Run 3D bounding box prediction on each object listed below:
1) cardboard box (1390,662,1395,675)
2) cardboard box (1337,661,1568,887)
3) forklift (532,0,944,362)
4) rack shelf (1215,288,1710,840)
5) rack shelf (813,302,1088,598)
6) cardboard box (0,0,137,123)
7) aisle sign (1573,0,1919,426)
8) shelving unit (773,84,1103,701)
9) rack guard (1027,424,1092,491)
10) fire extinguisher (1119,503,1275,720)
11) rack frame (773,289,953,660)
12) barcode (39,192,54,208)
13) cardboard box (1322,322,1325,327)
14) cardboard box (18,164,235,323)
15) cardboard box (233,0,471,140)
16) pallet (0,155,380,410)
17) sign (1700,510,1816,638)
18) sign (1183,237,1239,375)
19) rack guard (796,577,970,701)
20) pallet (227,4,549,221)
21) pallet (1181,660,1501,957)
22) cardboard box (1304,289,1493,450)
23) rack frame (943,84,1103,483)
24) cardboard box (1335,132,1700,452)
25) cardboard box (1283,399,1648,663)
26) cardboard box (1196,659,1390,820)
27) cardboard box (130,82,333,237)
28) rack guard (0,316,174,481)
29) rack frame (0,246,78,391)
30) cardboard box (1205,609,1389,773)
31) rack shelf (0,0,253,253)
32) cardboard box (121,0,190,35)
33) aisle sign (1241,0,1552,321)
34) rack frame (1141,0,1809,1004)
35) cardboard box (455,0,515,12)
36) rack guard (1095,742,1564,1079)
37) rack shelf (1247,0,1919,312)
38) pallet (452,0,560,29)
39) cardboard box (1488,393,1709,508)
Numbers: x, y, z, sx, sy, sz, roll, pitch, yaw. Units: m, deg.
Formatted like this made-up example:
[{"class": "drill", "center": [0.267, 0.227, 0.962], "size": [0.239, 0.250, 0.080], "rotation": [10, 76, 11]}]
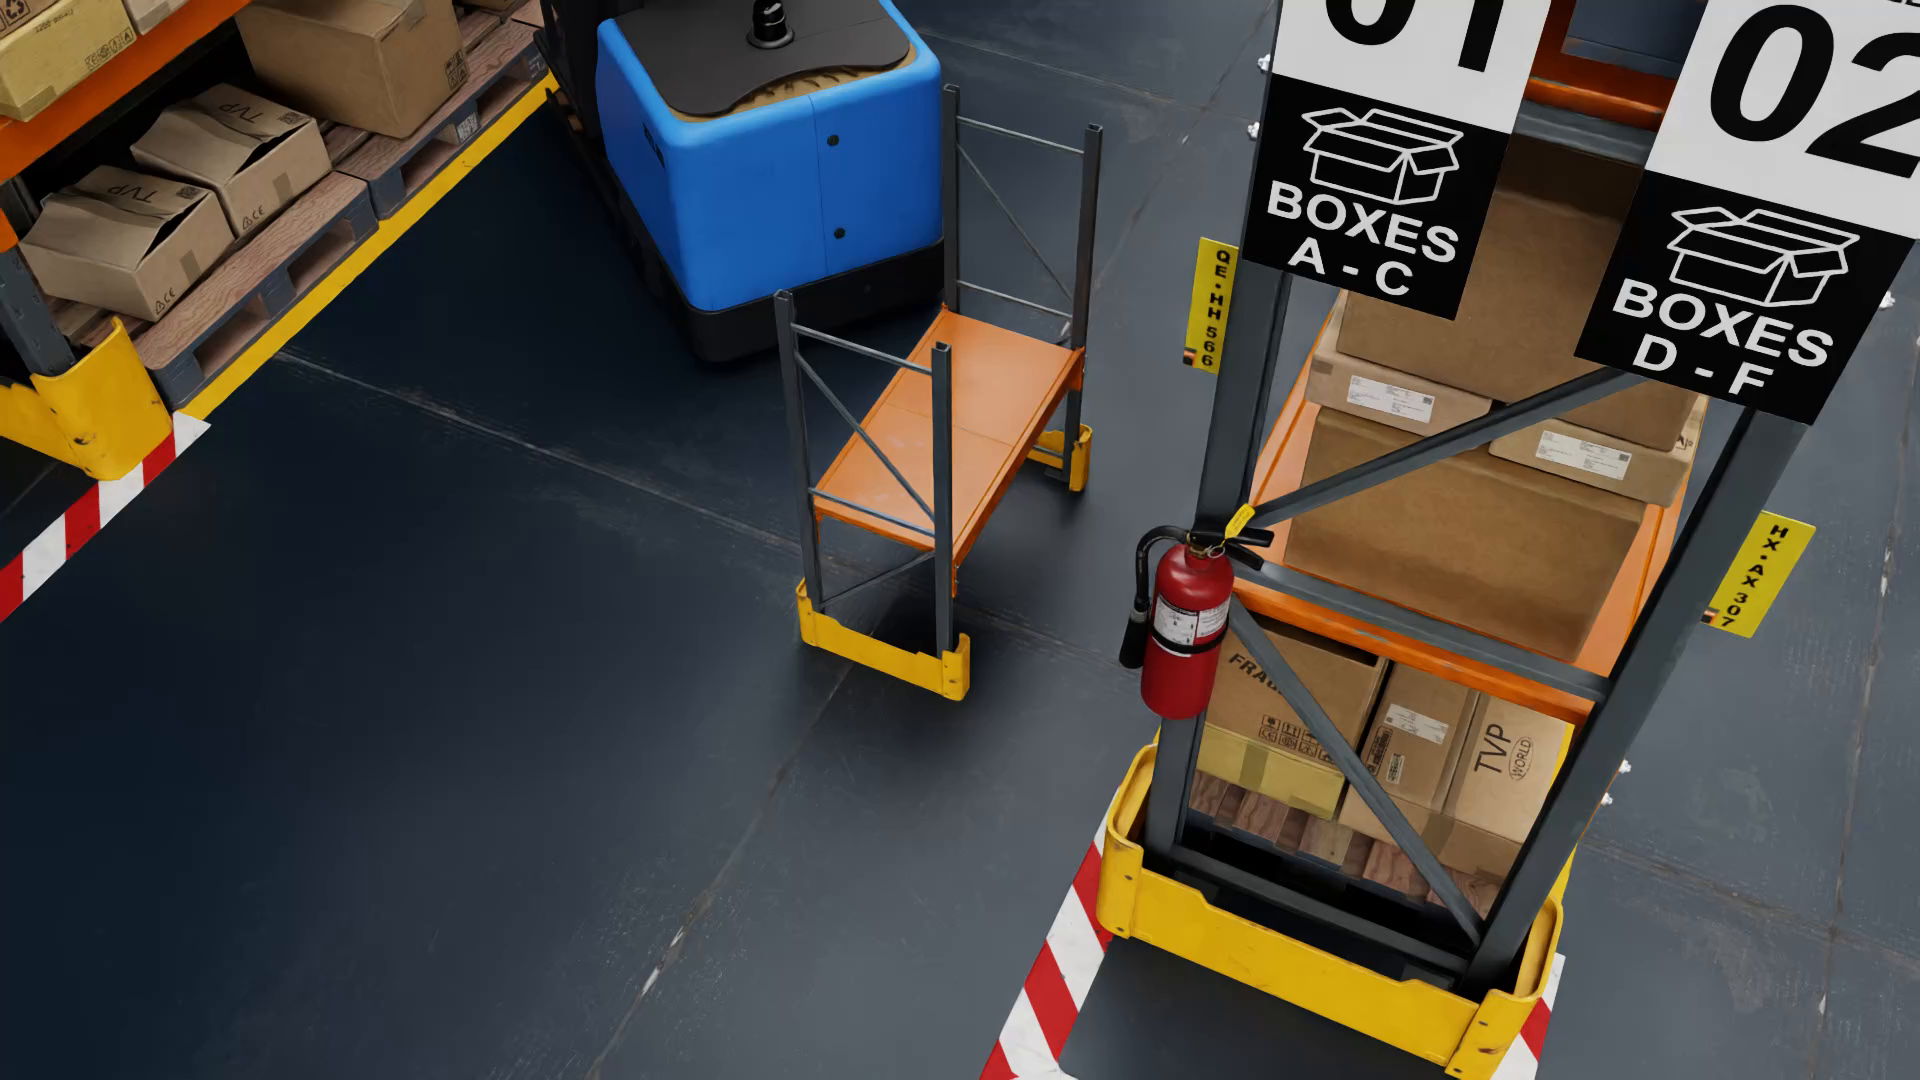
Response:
[{"class": "cardboard box", "center": [1.624, 0.301, 5.054], "size": [0.500, 0.250, 0.500], "rotation": [20, 52, 16]}, {"class": "cardboard box", "center": [1.414, 0.647, 4.760], "size": [0.500, 0.250, 0.500], "rotation": [20, 52, 16]}, {"class": "forklift", "center": [-1.145, -2.754, 6.169], "size": [1.130, 2.935, 3.031], "rotation": [-20, 53, -16]}, {"class": "rack shelf", "center": [1.838, -0.955, 5.066], "size": [1.077, 0.370, 4.000], "rotation": [20, 52, 16]}, {"class": "rack shelf", "center": [-0.036, -0.311, 5.266], "size": [0.538, 0.185, 1.000], "rotation": [20, 52, 16]}, {"class": "cardboard box", "center": [-3.001, -1.611, 5.237], "size": [0.500, 0.250, 0.500], "rotation": [18, 52, 15]}, {"class": "aisle sign", "center": [1.232, -0.509, 2.506], "size": [0.394, 0.787, 0.004], "rotation": [20, 52, 16]}, {"class": "shelving unit", "center": [-0.033, -0.434, 5.134], "size": [0.587, 1.500, 1.083], "rotation": [20, 52, 16]}, {"class": "rack guard", "center": [0.180, -0.371, 5.902], "size": [0.587, 0.250, 0.087], "rotation": [20, 52, 16]}, {"class": "fire extinguisher", "center": [0.513, 0.144, 3.709], "size": [0.296, 0.674, 0.183], "rotation": [20, 52, 16]}, {"class": "rack frame", "center": [-0.254, -0.077, 4.831], "size": [0.500, 1.500, 0.032], "rotation": [20, 52, 16]}, {"class": "barcode", "center": [-3.474, -1.284, 6.344], "size": [0.001, 0.075, 0.075], "rotation": [20, 52, 16]}, {"class": "cardboard box", "center": [1.358, -0.459, 5.208], "size": [0.500, 0.500, 0.500], "rotation": [20, 52, 16]}, {"class": "cardboard box", "center": [-3.120, -1.139, 6.226], "size": [0.500, 0.311, 0.500], "rotation": [14, 51, 12]}, {"class": "cardboard box", "center": [-2.518, -2.082, 6.904], "size": [0.700, 0.500, 0.500], "rotation": [17, 52, 14]}, {"class": "pallet", "center": [-3.085, -1.117, 6.562], "size": [1.003, 0.211, 1.213], "rotation": [20, 52, 16]}, {"class": "sign", "center": [1.483, 0.067, 3.103], "size": [0.100, 0.325, 0.005], "rotation": [20, 52, 16]}, {"class": "sign", "center": [0.499, -0.449, 3.247], "size": [0.100, 0.325, 0.005], "rotation": [20, 52, 16]}, {"class": "rack guard", "center": [-0.245, 0.314, 5.318], "size": [0.587, 0.250, 0.087], "rotation": [20, 52, 16]}, {"class": "pallet", "center": [-2.563, -1.954, 7.274], "size": [1.003, 0.211, 1.213], "rotation": [20, 52, 16]}, {"class": "pallet", "center": [1.272, 0.552, 5.141], "size": [1.003, 0.211, 1.213], "rotation": [20, 52, 16]}, {"class": "cardboard box", "center": [0.975, -0.379, 3.611], "size": [0.380, 0.149, 0.250], "rotation": [19, 52, 15]}, {"class": "rack frame", "center": [0.181, -0.777, 5.427], "size": [0.500, 1.500, 0.032], "rotation": [20, 52, 16]}, {"class": "cardboard box", "center": [1.217, -0.618, 3.389], "size": [0.700, 0.500, 0.500], "rotation": [20, 52, 16]}, {"class": "cardboard box", "center": [1.195, -0.161, 3.852], "size": [0.700, 0.500, 0.500], "rotation": [20, 52, 16]}, {"class": "cardboard box", "center": [0.946, 0.478, 4.903], "size": [0.500, 0.250, 0.500], "rotation": [20, 52, 16]}, {"class": "cardboard box", "center": [-2.876, -1.531, 6.560], "size": [0.500, 0.311, 0.500], "rotation": [24, 54, 19]}, {"class": "rack guard", "center": [-3.464, -0.663, 5.986], "size": [1.175, 0.500, 0.348], "rotation": [20, 52, 16]}, {"class": "rack frame", "center": [-3.497, -1.420, 4.989], "size": [1.000, 3.000, 0.127], "rotation": [20, 52, 16]}, {"class": "cardboard box", "center": [0.944, 0.235, 4.618], "size": [0.500, 0.500, 0.500], "rotation": [20, 52, 16]}, {"class": "rack shelf", "center": [-2.642, -2.565, 6.435], "size": [1.077, 0.370, 4.000], "rotation": [20, 52, 16]}, {"class": "cardboard box", "center": [-2.792, -1.973, 5.545], "size": [0.500, 0.250, 0.500], "rotation": [18, 52, 15]}, {"class": "aisle sign", "center": [0.690, -0.704, 2.673], "size": [0.394, 0.787, 0.004], "rotation": [20, 52, 16]}, {"class": "rack frame", "center": [0.984, 0.189, 3.620], "size": [1.000, 3.000, 0.127], "rotation": [20, 52, 16]}, {"class": "cardboard box", "center": [-2.195, -2.780, 7.498], "size": [0.500, 0.500, 0.500], "rotation": [16, 52, 13]}, {"class": "rack guard", "center": [0.973, 1.015, 4.558], "size": [1.175, 0.500, 0.348], "rotation": [20, 52, 16]}, {"class": "rack shelf", "center": [1.838, -1.927, 3.923], "size": [1.077, 0.370, 4.000], "rotation": [20, 52, 16]}, {"class": "pallet", "center": [-2.043, -2.797, 7.992], "size": [1.003, 0.211, 1.213], "rotation": [20, 52, 16]}, {"class": "cardboard box", "center": [1.346, -0.254, 3.505], "size": [0.380, 0.149, 0.250], "rotation": [19, 52, 16]}]
